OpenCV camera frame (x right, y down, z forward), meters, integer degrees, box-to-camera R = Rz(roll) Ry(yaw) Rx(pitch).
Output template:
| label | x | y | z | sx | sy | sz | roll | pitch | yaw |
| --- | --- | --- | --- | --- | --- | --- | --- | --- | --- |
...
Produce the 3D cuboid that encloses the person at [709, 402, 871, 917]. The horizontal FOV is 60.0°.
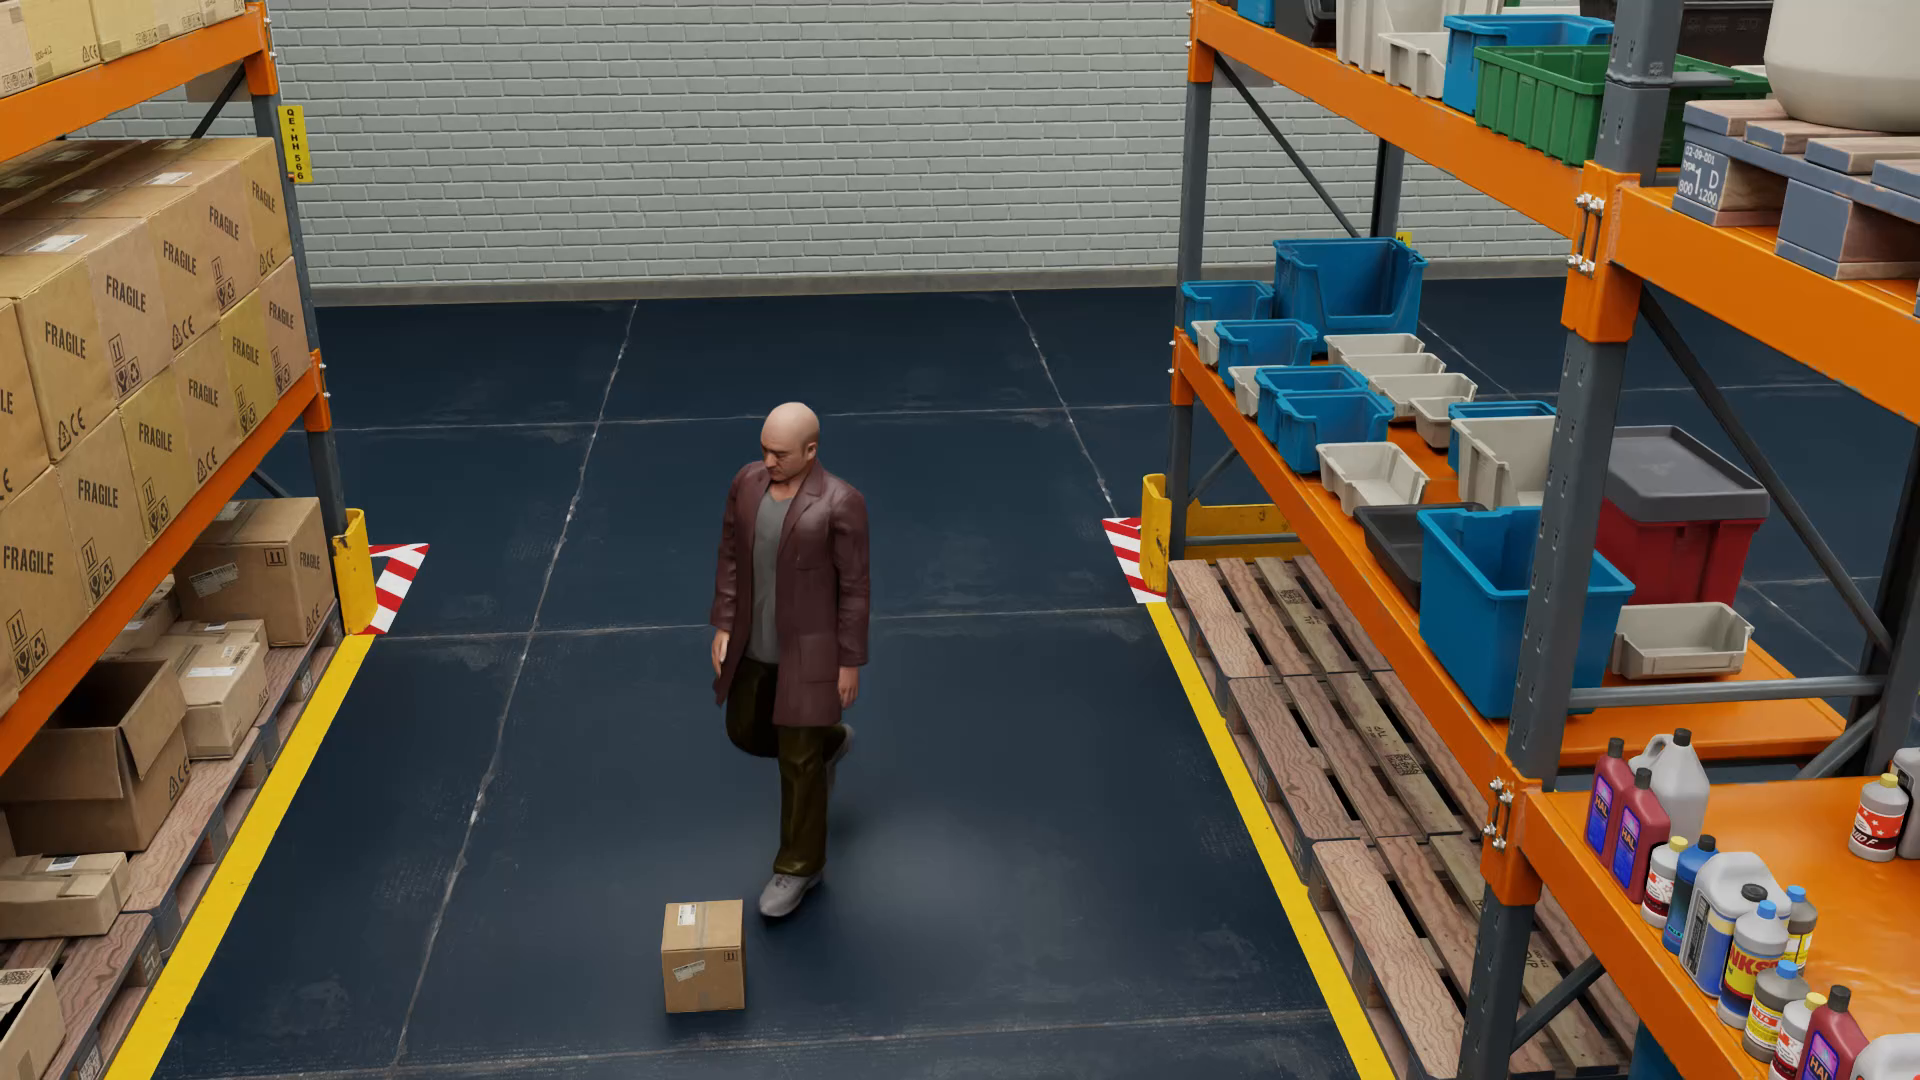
| label | x | y | z | sx | sy | sz | roll | pitch | yaw |
| --- | --- | --- | --- | --- | --- | --- | --- | --- | --- |
| person | -0.568 | 0.353 | 5.784 | 0.606 | 1.764 | 0.838 | 14 | 27 | 30 |
